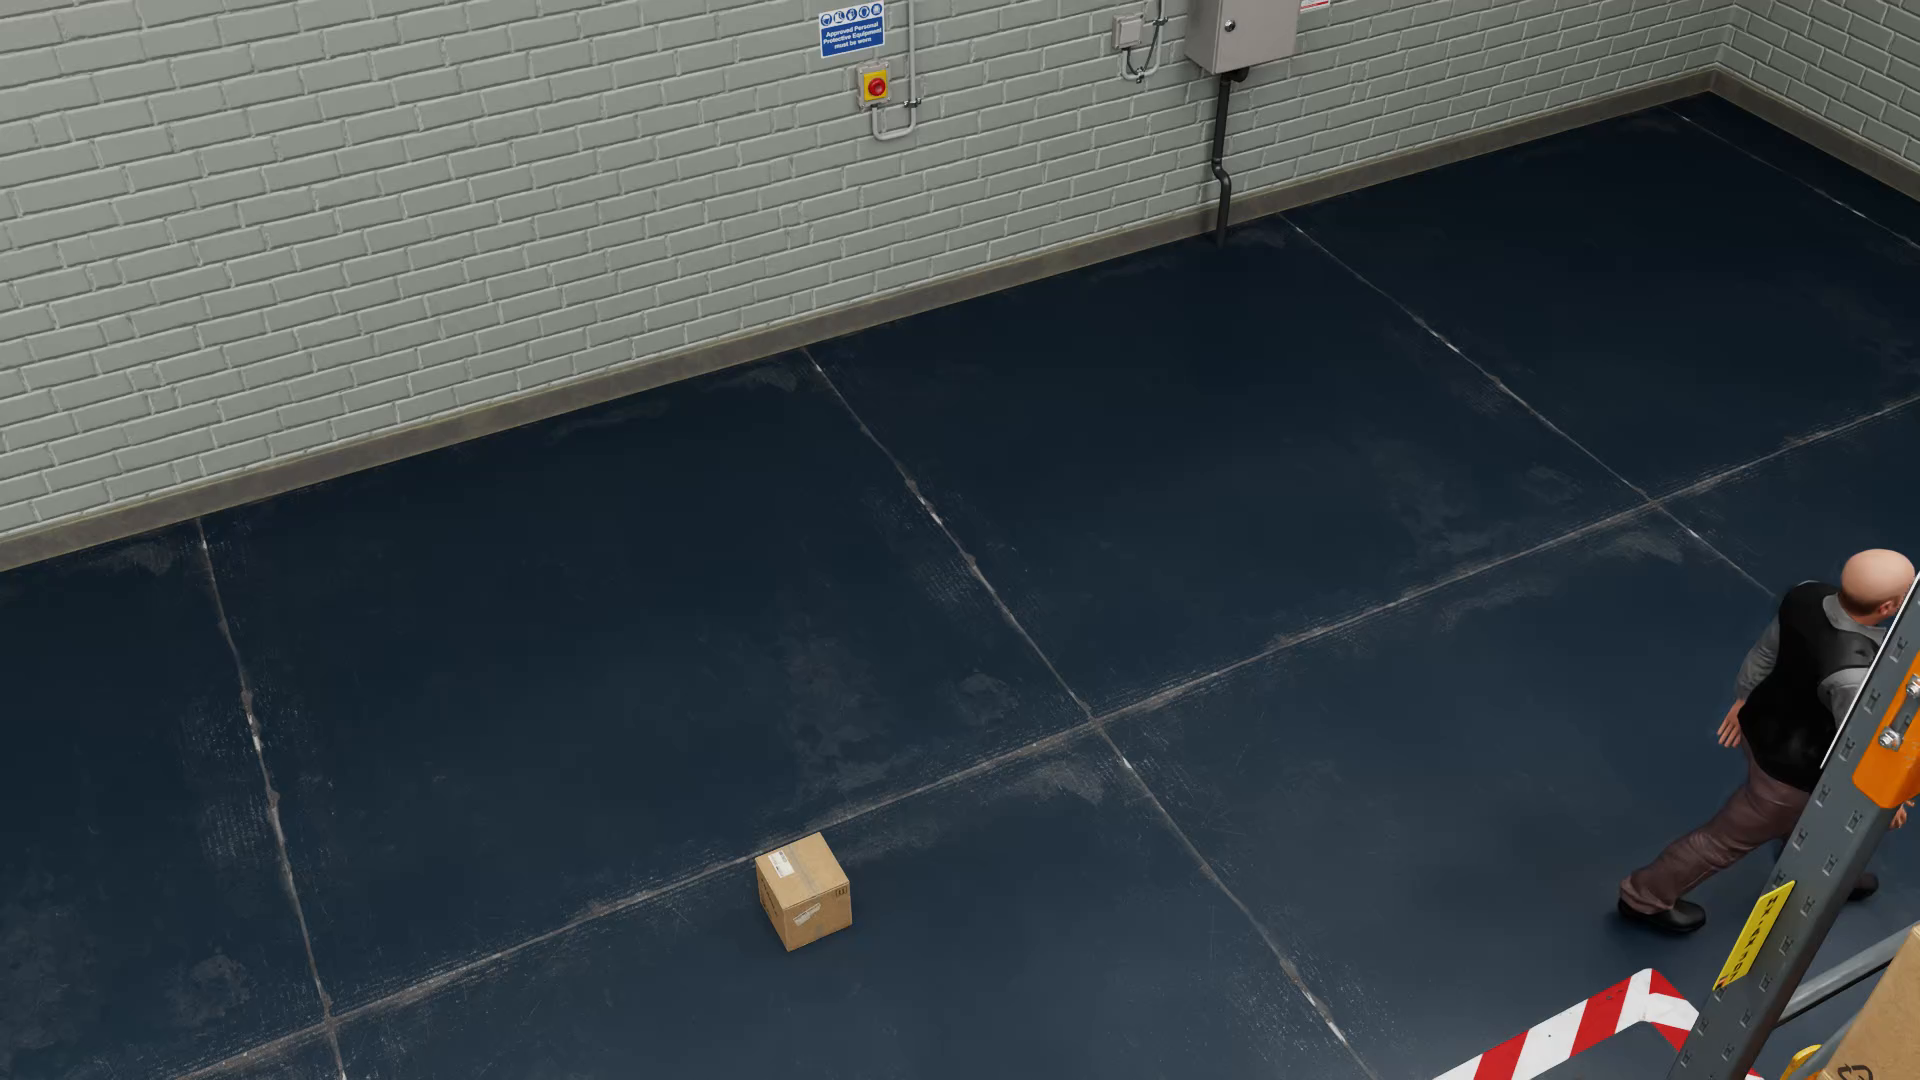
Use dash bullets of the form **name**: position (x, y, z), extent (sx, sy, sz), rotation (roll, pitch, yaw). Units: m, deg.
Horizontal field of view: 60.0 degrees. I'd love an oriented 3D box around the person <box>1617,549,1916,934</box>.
- **person**: position (2.801, 0.687, 5.362), extent (0.968, 1.671, 0.553), rotation (3, 41, 3)
